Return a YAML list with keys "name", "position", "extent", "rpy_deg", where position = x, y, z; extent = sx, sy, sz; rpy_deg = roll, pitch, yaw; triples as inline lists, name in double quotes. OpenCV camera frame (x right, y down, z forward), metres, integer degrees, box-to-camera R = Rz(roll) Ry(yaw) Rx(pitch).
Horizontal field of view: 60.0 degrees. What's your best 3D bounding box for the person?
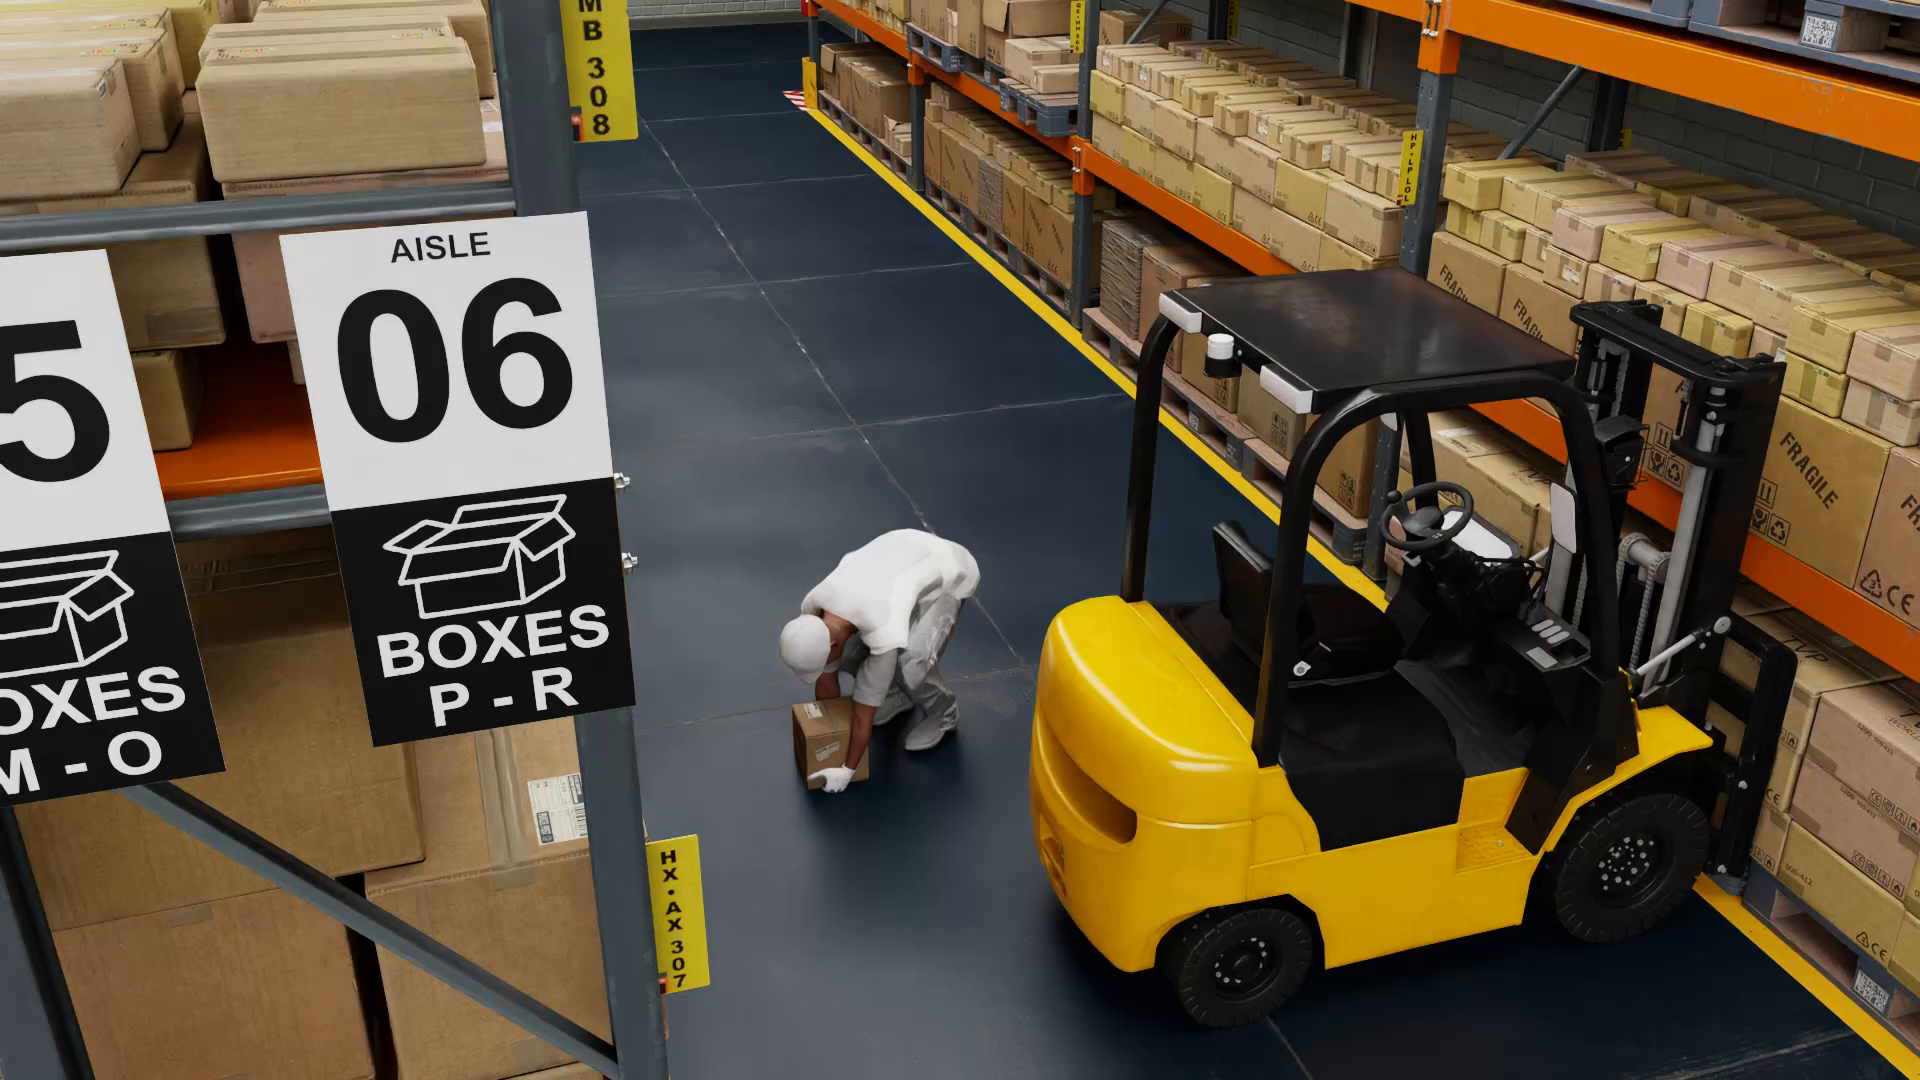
- name: "person"
  position: [-0.330, 0.462, 6.713]
  extent: [0.528, 0.885, 0.992]
  rpy_deg: [21, 33, 36]
